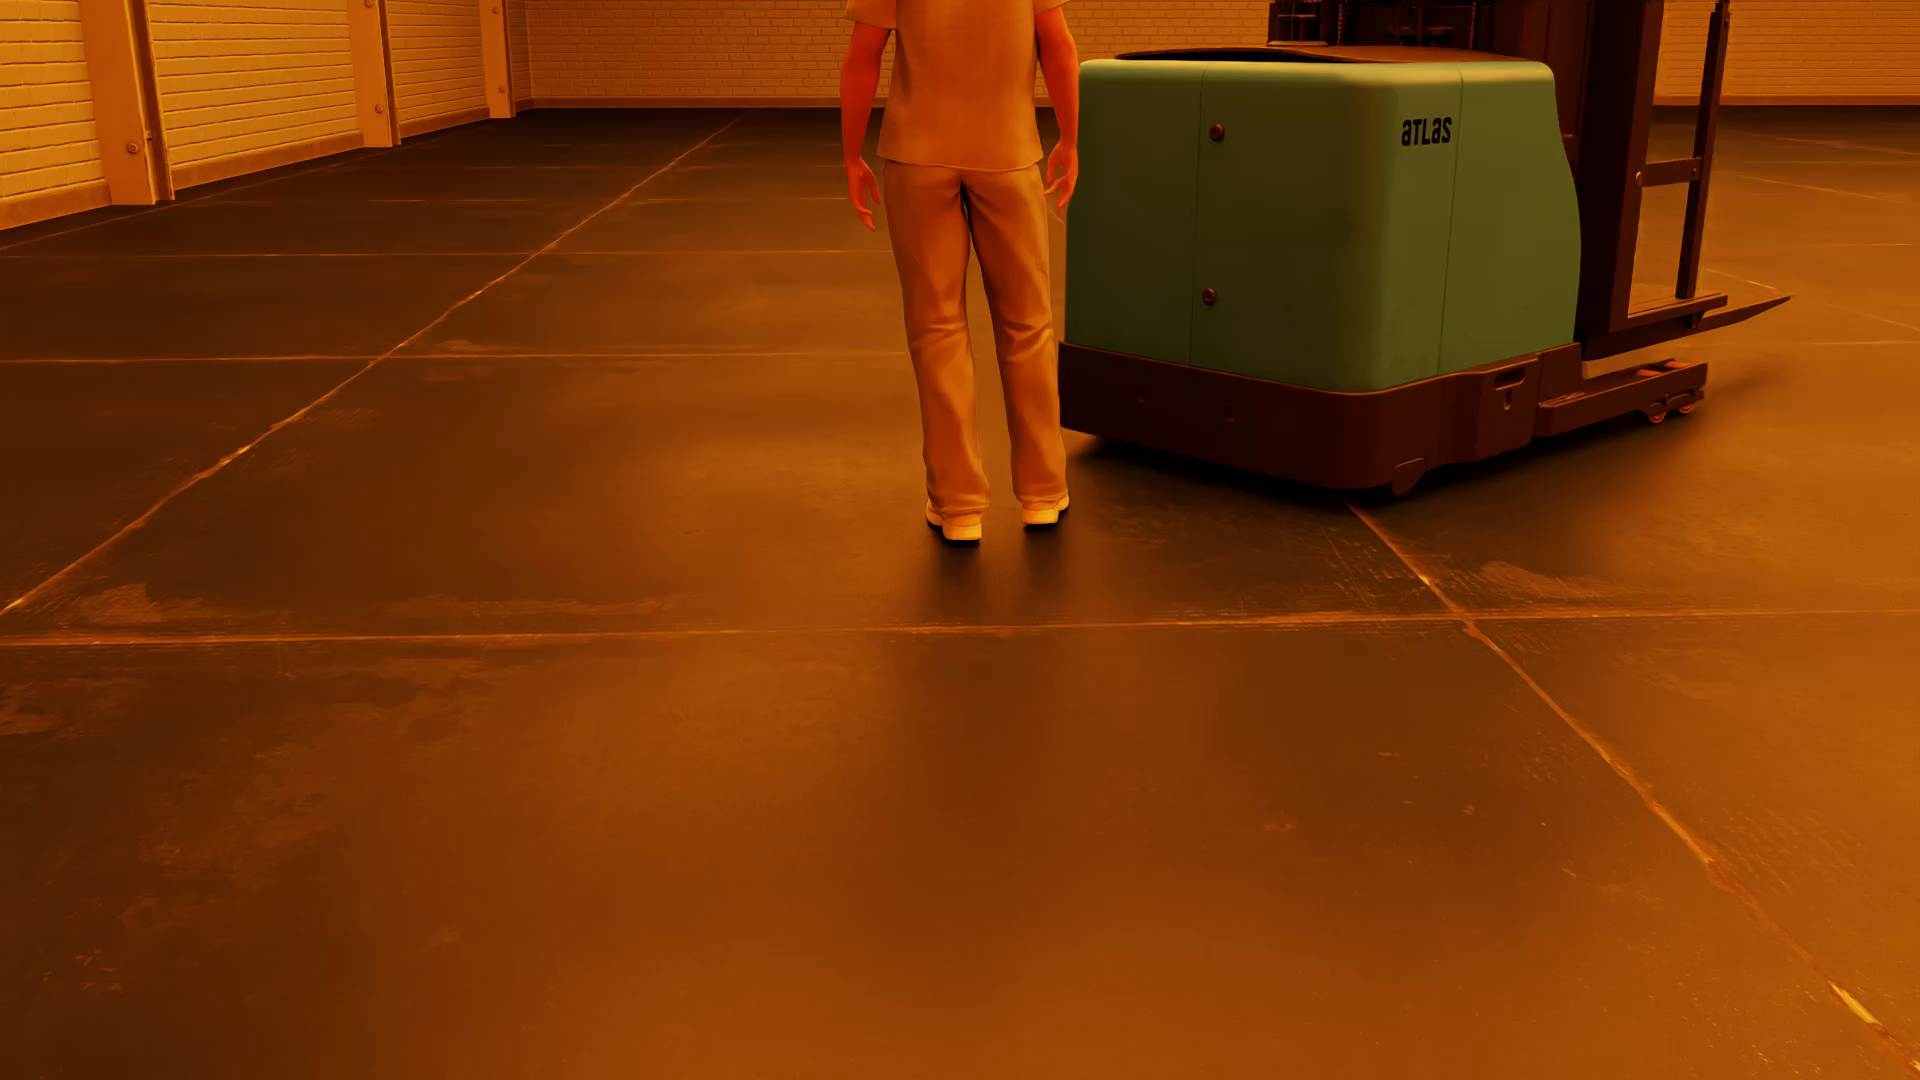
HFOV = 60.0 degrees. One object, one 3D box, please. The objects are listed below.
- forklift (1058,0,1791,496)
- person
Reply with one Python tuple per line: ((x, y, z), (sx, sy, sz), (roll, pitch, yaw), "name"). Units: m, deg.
((1.703, -1.856, 4.974), (3.031, 2.935, 1.130), (-15, 23, -40), "forklift")
((0.007, -0.730, 3.726), (0.516, 1.362, 0.395), (-1, 17, -3), "person")
